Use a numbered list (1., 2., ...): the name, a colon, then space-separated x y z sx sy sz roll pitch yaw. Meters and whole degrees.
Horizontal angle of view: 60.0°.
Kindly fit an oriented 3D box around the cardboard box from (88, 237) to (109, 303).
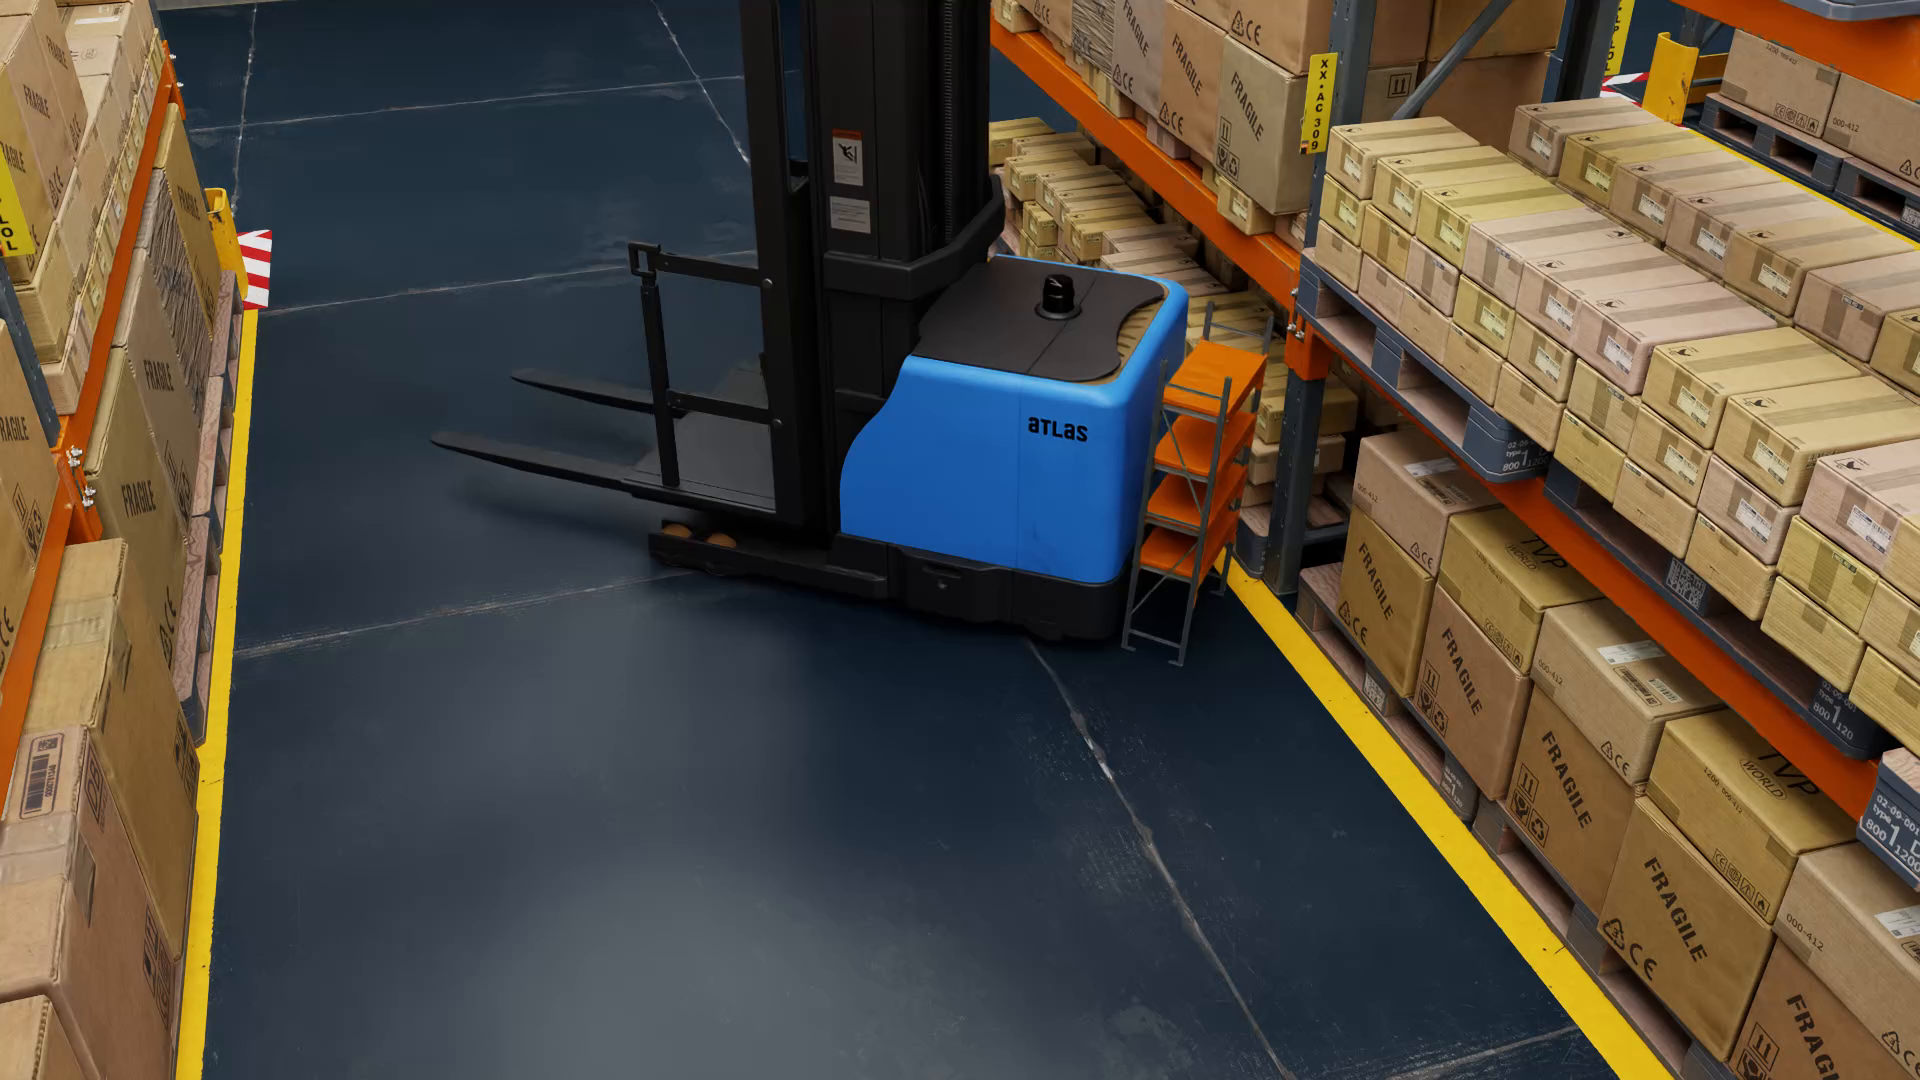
1. cardboard box: -3.094 -0.883 5.593 0.380 0.149 0.250 -11 35 -16

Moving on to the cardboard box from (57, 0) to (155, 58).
1. cardboard box: -3.898 -2.314 7.398 0.500 0.250 0.500 -11 35 -15

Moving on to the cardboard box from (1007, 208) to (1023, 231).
1. cardboard box: 0.469 -1.777 8.923 0.380 0.149 0.250 -10 35 -15

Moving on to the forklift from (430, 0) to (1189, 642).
1. forklift: -0.694 -1.341 6.121 3.031 2.935 1.130 11 35 17

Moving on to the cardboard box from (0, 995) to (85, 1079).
1. cardboard box: -2.313 1.614 3.133 1.225 0.875 0.875 -10 35 -15

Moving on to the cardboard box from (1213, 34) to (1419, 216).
1. cardboard box: 1.260 -1.516 5.962 0.500 0.500 0.500 -10 35 -15

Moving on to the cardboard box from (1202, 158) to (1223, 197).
1. cardboard box: 1.159 -1.417 6.401 0.380 0.149 0.250 -9 34 -13

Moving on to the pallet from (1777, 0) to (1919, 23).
1. pallet: 2.083 -1.431 3.644 1.213 0.211 1.003 -10 35 -15

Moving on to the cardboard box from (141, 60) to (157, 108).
1. cardboard box: -3.719 -1.957 7.219 0.380 0.149 0.250 -10 35 -15

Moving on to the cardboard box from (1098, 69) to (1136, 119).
1. cardboard box: 0.821 -1.958 7.220 0.380 0.149 0.250 -9 35 -14

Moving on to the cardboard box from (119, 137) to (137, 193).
1. cardboard box: -3.410 -1.424 6.411 0.380 0.149 0.250 -9 35 -14

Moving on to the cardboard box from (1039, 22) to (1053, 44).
1. cardboard box: 0.601 -2.524 8.076 0.380 0.149 0.250 -8 34 -13

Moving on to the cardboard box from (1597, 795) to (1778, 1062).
1. cardboard box: 2.115 0.975 4.441 0.500 0.500 0.500 -12 35 -17

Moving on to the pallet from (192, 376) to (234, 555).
1. pallet: -3.611 -0.253 6.942 1.003 0.211 1.213 -10 35 -15

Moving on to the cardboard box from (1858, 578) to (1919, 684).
1. cardboard box: 2.071 0.170 3.349 0.380 0.149 0.250 -10 35 -15

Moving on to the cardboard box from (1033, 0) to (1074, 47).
1. cardboard box: 0.655 -2.591 7.590 0.500 0.500 0.500 -10 35 -14

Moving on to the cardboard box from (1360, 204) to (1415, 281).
1. cardboard box: 1.440 -0.918 4.996 0.380 0.149 0.250 -11 35 -16

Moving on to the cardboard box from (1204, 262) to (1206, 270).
1. cardboard box: 1.391 -1.304 7.938 0.380 0.149 0.250 -10 35 -14

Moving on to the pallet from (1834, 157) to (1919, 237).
1. pallet: 5.827 -1.920 9.464 1.003 0.211 1.213 -10 35 -15

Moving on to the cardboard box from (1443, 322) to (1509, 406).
1. cardboard box: 1.597 -0.521 4.665 0.380 0.149 0.250 -10 35 -14

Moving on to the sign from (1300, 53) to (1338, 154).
1. sign: 1.162 -1.409 5.377 0.100 0.325 0.005 -10 35 -15

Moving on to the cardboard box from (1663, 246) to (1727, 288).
1. cardboard box: 2.228 -0.751 4.742 0.380 0.149 0.250 -11 35 -16

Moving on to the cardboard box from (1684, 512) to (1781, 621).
1. cardboard box: 1.922 0.030 3.830 0.380 0.149 0.250 -9 35 -13

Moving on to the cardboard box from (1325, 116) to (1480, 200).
1. cardboard box: 1.359 -1.178 5.119 0.380 0.149 0.250 -8 34 -12

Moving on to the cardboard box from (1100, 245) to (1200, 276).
1. cardboard box: 0.852 -1.193 7.500 0.380 0.149 0.250 -11 35 -16

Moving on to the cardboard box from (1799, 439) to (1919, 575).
1. cardboard box: 2.003 -0.079 3.456 0.380 0.149 0.250 -10 35 -15

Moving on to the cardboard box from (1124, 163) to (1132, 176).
1. cardboard box: 1.081 -1.986 8.700 0.380 0.149 0.250 -11 35 -16

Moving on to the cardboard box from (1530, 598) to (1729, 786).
1. cardboard box: 1.966 0.391 4.643 0.500 0.250 0.500 -9 34 -13

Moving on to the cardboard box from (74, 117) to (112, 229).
1. cardboard box: -3.282 -1.248 5.784 0.500 0.250 0.500 -9 35 -14

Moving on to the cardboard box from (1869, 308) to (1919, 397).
1. cardboard box: 2.465 -0.459 4.030 0.380 0.149 0.250 -10 35 -15

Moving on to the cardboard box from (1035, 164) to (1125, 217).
1. cardboard box: 0.601 -1.751 8.344 0.380 0.149 0.250 -12 35 -17

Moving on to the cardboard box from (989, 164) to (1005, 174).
1. cardboard box: 0.372 -2.035 9.044 0.380 0.149 0.250 -9 34 -13

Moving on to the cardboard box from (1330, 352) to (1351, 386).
1. cardboard box: 1.741 -0.748 6.826 0.380 0.149 0.250 -8 34 -12

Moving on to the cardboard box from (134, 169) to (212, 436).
1. cardboard box: -3.749 -0.951 7.015 0.875 0.875 0.875 -10 35 -15

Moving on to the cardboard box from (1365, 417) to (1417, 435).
1. cardboard box: 1.871 -0.498 6.717 0.380 0.149 0.250 -8 34 -13

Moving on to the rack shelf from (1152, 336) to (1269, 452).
1. rack shelf: 0.861 -0.508 5.706 0.258 0.148 0.480 17 37 19

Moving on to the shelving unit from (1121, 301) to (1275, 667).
1. shelving unit: 0.840 -0.187 5.931 0.258 1.200 0.503 17 37 19

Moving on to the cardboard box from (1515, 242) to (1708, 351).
1. cardboard box: 1.678 -0.632 4.293 0.380 0.149 0.250 -10 35 -15

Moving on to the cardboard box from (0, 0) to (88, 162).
1. cardboard box: -3.287 -1.564 5.581 0.500 0.500 0.500 -11 35 -16

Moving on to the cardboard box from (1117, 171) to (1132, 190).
1. cardboard box: 1.049 -1.852 8.767 0.380 0.149 0.250 -11 35 -17

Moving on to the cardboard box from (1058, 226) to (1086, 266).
1. cardboard box: 0.707 -1.492 8.222 0.380 0.149 0.250 -12 35 -17

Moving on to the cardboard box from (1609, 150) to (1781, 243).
1. cardboard box: 2.145 -1.007 4.861 0.380 0.149 0.250 -11 35 -16

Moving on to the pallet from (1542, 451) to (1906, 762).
1. pallet: 2.254 0.004 4.197 1.003 0.211 1.213 -10 35 -15

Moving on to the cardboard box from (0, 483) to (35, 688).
1. cardboard box: -2.531 0.056 3.853 0.500 0.500 0.500 -9 34 -13

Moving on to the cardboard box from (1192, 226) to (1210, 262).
1. cardboard box: 1.316 -1.418 7.840 0.380 0.149 0.250 -10 35 -14

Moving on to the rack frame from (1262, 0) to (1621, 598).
1. rack frame: 1.676 -1.143 5.760 1.000 3.000 0.127 -10 35 -15

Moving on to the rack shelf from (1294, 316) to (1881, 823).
1. rack shelf: 2.287 0.207 4.369 1.077 0.370 4.000 -10 35 -15

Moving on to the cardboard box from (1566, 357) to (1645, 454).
1. cardboard box: 1.764 -0.366 4.160 0.380 0.149 0.250 -11 35 -16

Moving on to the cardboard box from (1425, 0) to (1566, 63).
1. cardboard box: 1.771 -2.004 5.795 0.500 0.500 0.500 -9 35 -14

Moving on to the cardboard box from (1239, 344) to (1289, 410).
1. cardboard box: 1.204 -0.648 6.675 0.380 0.149 0.250 -10 35 -14
